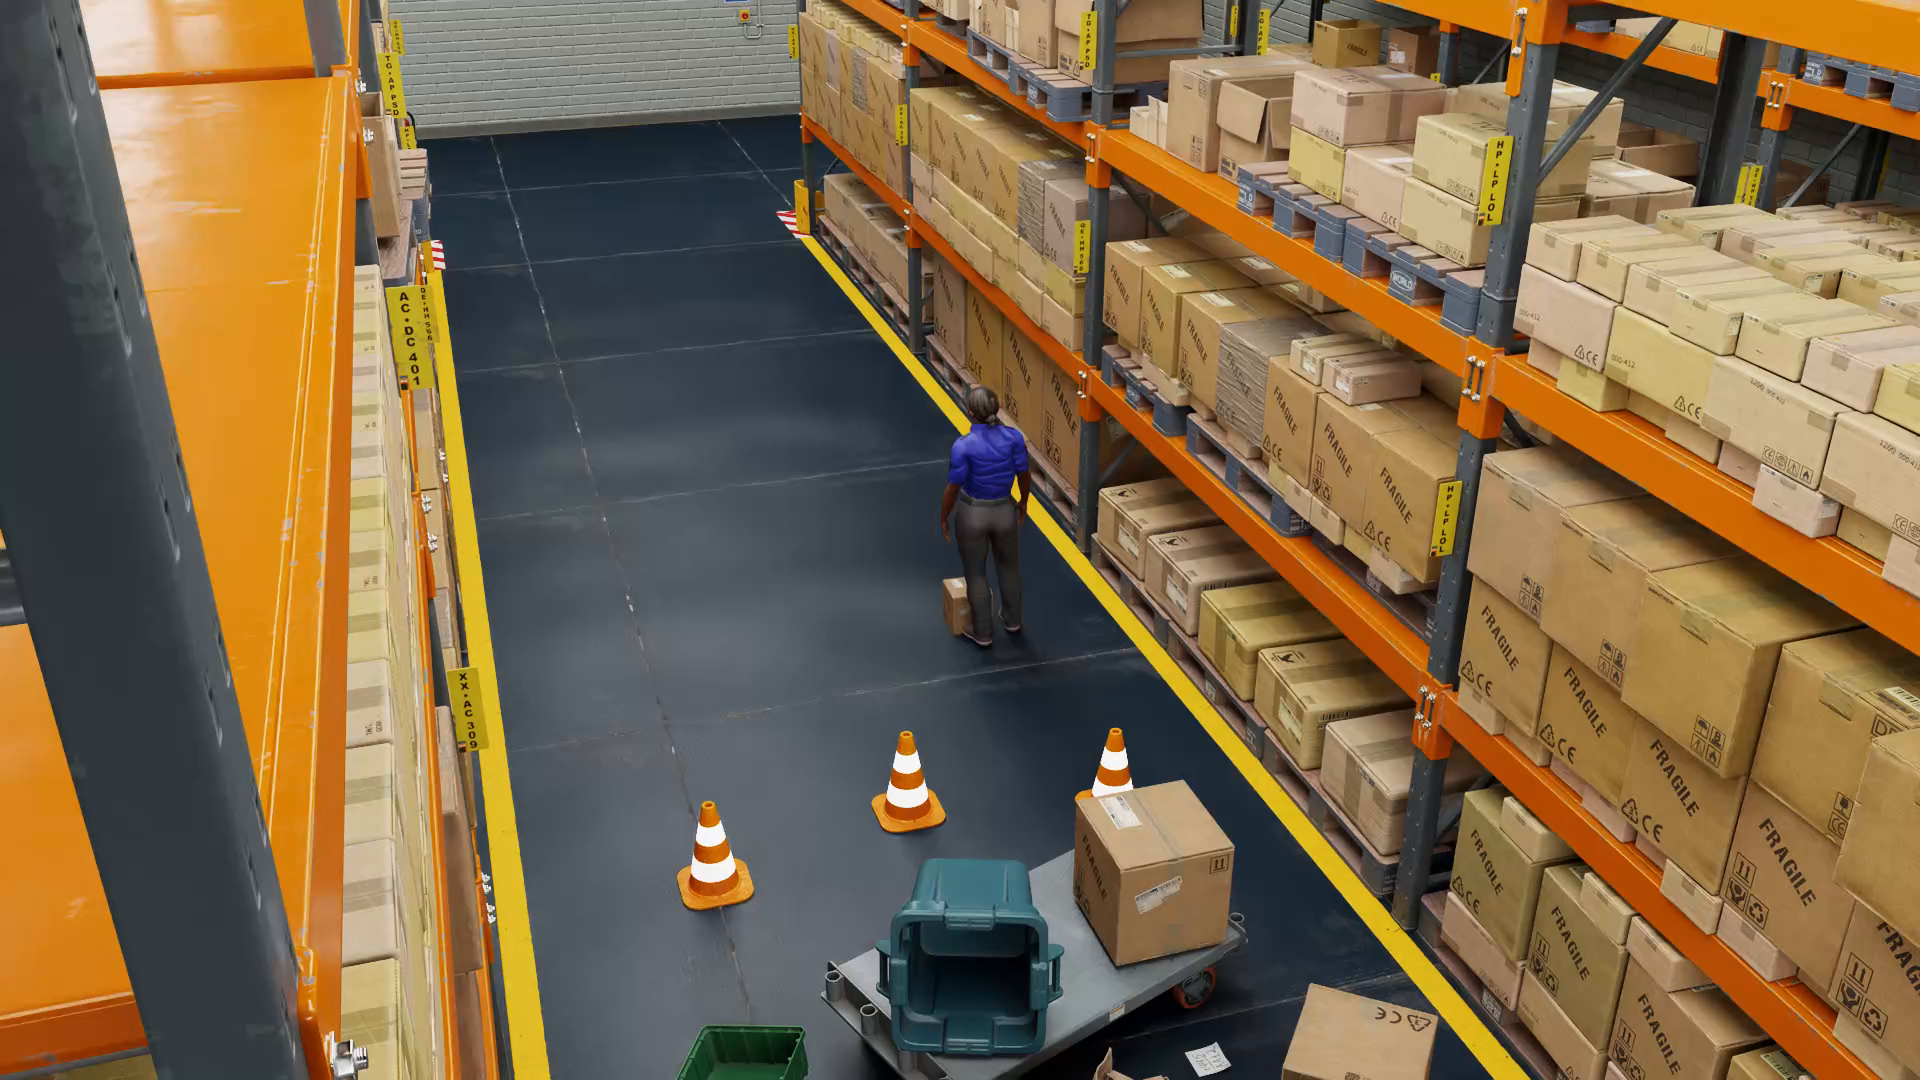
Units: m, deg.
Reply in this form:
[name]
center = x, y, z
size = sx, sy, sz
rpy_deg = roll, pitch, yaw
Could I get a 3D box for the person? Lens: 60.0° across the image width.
[person]
center = 0.139, -0.164, 9.667
size = 0.569, 1.654, 0.504
rpy_deg = -8, 28, -16
